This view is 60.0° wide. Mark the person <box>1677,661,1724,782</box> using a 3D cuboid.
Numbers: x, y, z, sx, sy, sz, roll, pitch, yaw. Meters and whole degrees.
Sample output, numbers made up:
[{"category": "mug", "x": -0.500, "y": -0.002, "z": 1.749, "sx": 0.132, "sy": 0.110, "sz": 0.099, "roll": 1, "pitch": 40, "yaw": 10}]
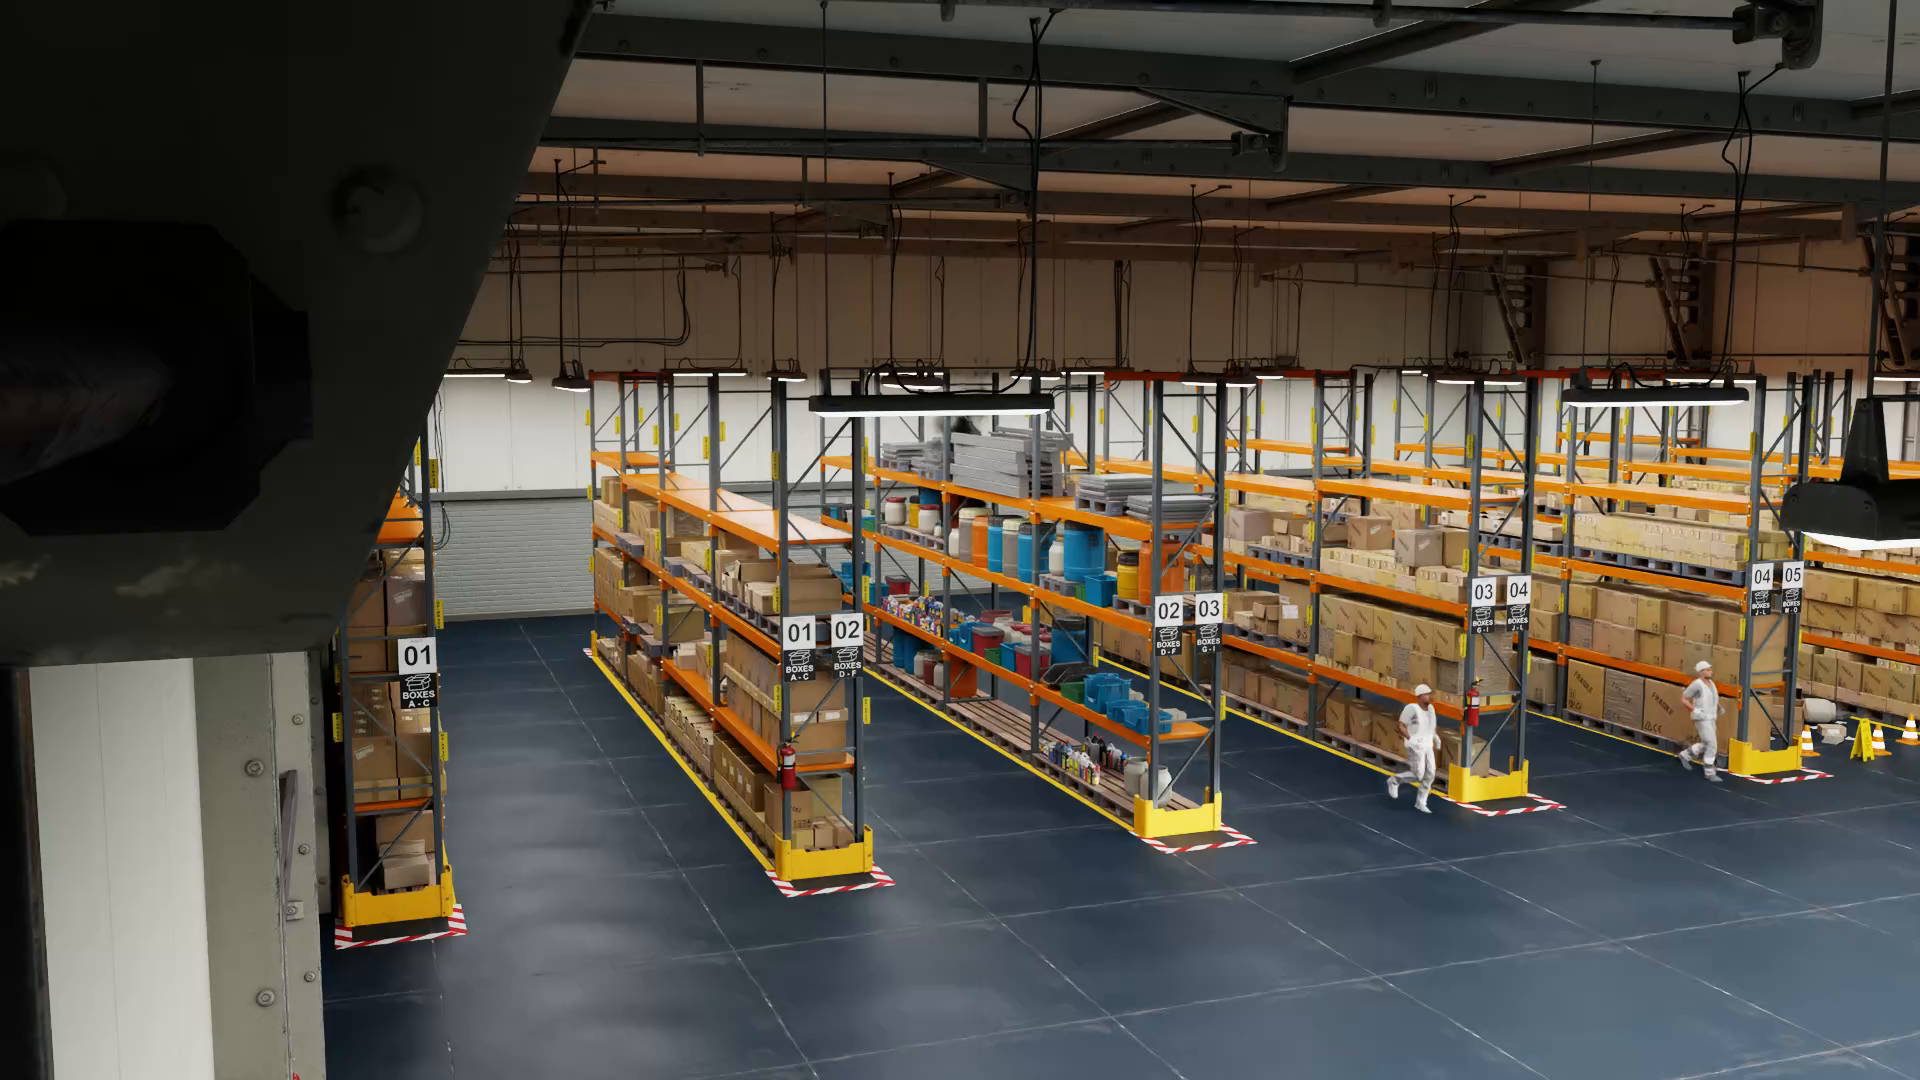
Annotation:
[{"category": "person", "x": 11.132, "y": 2.700, "z": 24.918, "sx": 0.677, "sy": 1.782, "sz": 0.762, "roll": -5, "pitch": 8, "yaw": -37}]

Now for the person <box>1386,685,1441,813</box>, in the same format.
[{"category": "person", "x": 6.399, "y": 2.895, "z": 23.284, "sx": 0.722, "sy": 1.781, "sz": 0.695, "roll": -5, "pitch": 8, "yaw": -38}]
